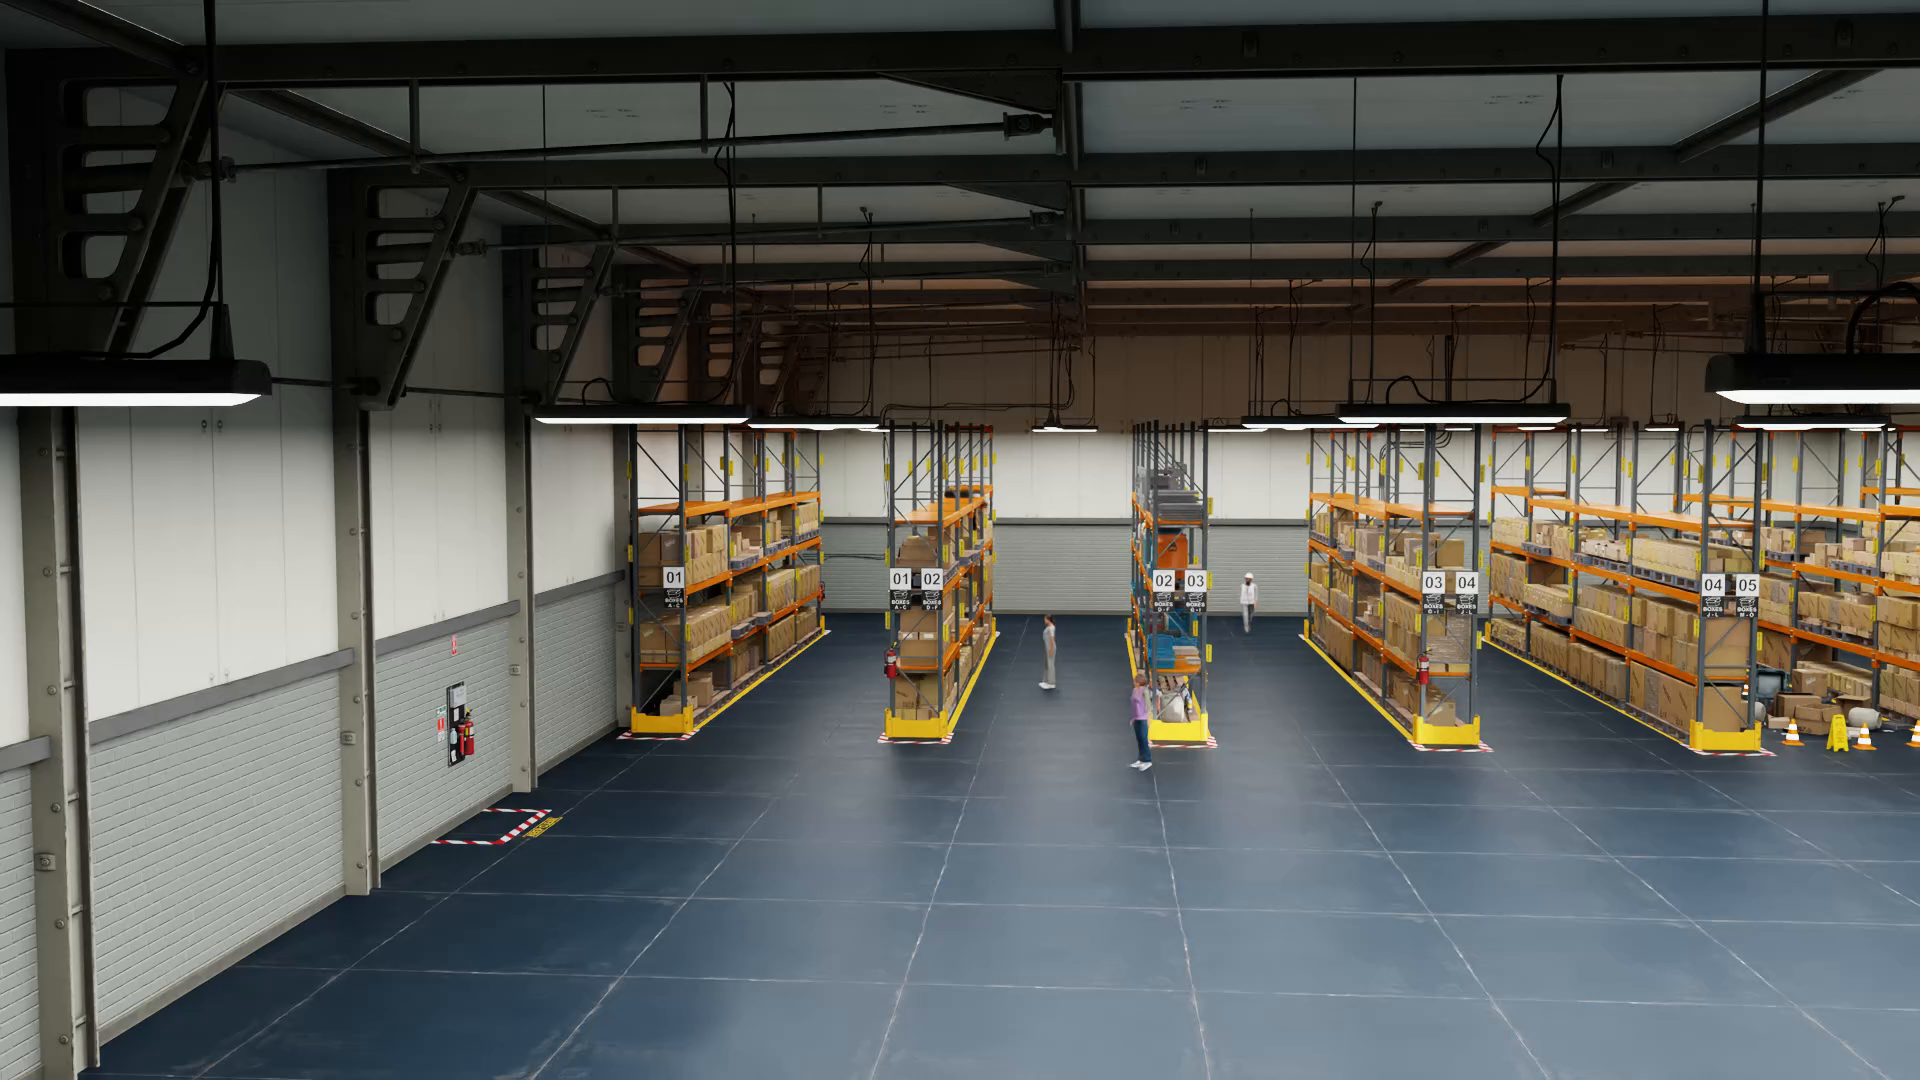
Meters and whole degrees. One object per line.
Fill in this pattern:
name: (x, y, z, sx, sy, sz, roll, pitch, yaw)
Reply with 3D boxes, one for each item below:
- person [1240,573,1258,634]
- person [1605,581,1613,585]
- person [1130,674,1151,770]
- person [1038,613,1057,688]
person: (8.332, 1.818, 47.899, 0.483, 1.720, 1.054, 0, 4, -5)
person: (17.386, 2.006, 44.506, 0.611, 1.820, 0.511, -1, 4, -18)
person: (3.111, 3.126, 28.626, 0.335, 1.615, 0.480, -2, 4, -28)
person: (1.987, 2.496, 37.627, 0.413, 1.676, 0.494, 0, 4, -6)
